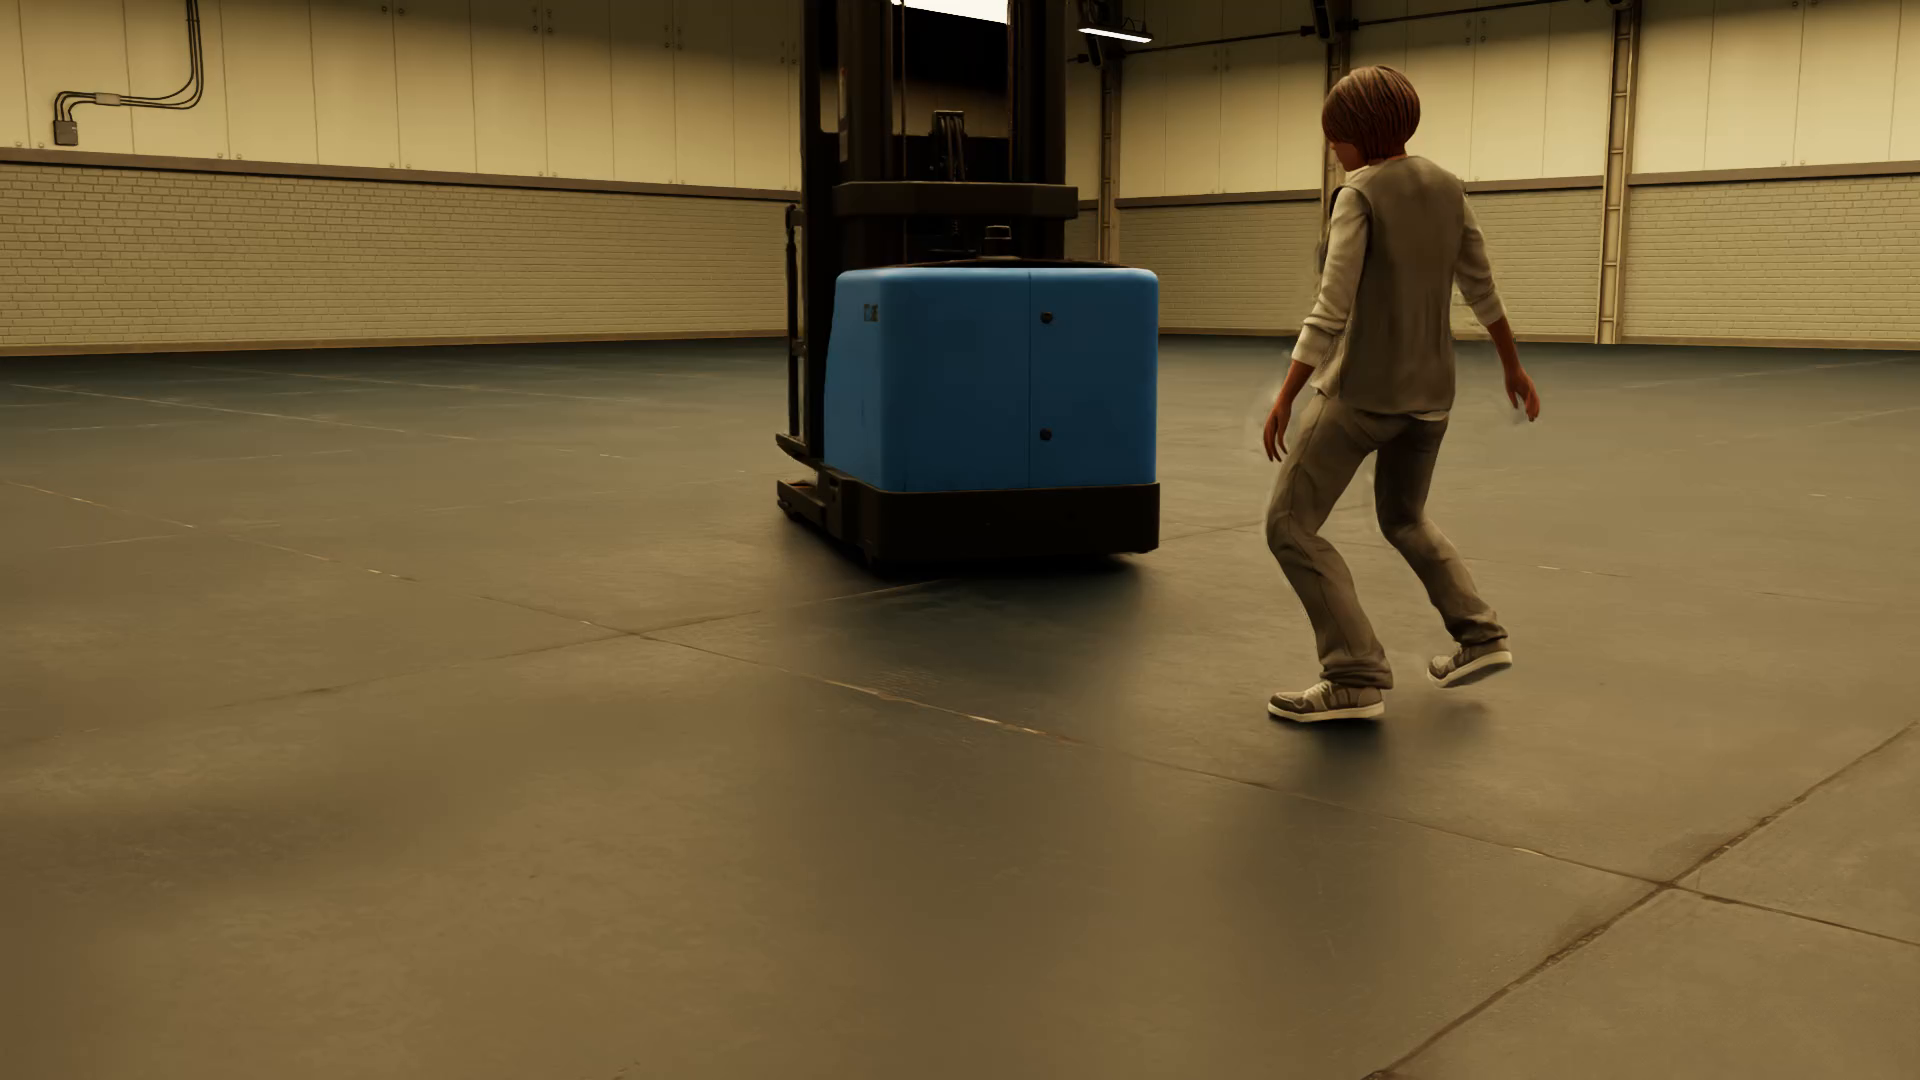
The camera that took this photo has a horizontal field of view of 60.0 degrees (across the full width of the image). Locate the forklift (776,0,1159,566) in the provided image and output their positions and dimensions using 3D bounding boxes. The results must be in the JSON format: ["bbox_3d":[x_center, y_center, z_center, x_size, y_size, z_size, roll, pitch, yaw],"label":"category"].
[{"bbox_3d":[-0.184,-1.537,7.078,1.130,2.935,3.031,-3,9,-16],"label":"forklift"}]

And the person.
[{"bbox_3d":[1.068,-0.350,3.976,0.744,1.521,0.449,-5,10,-28],"label":"person"}]
